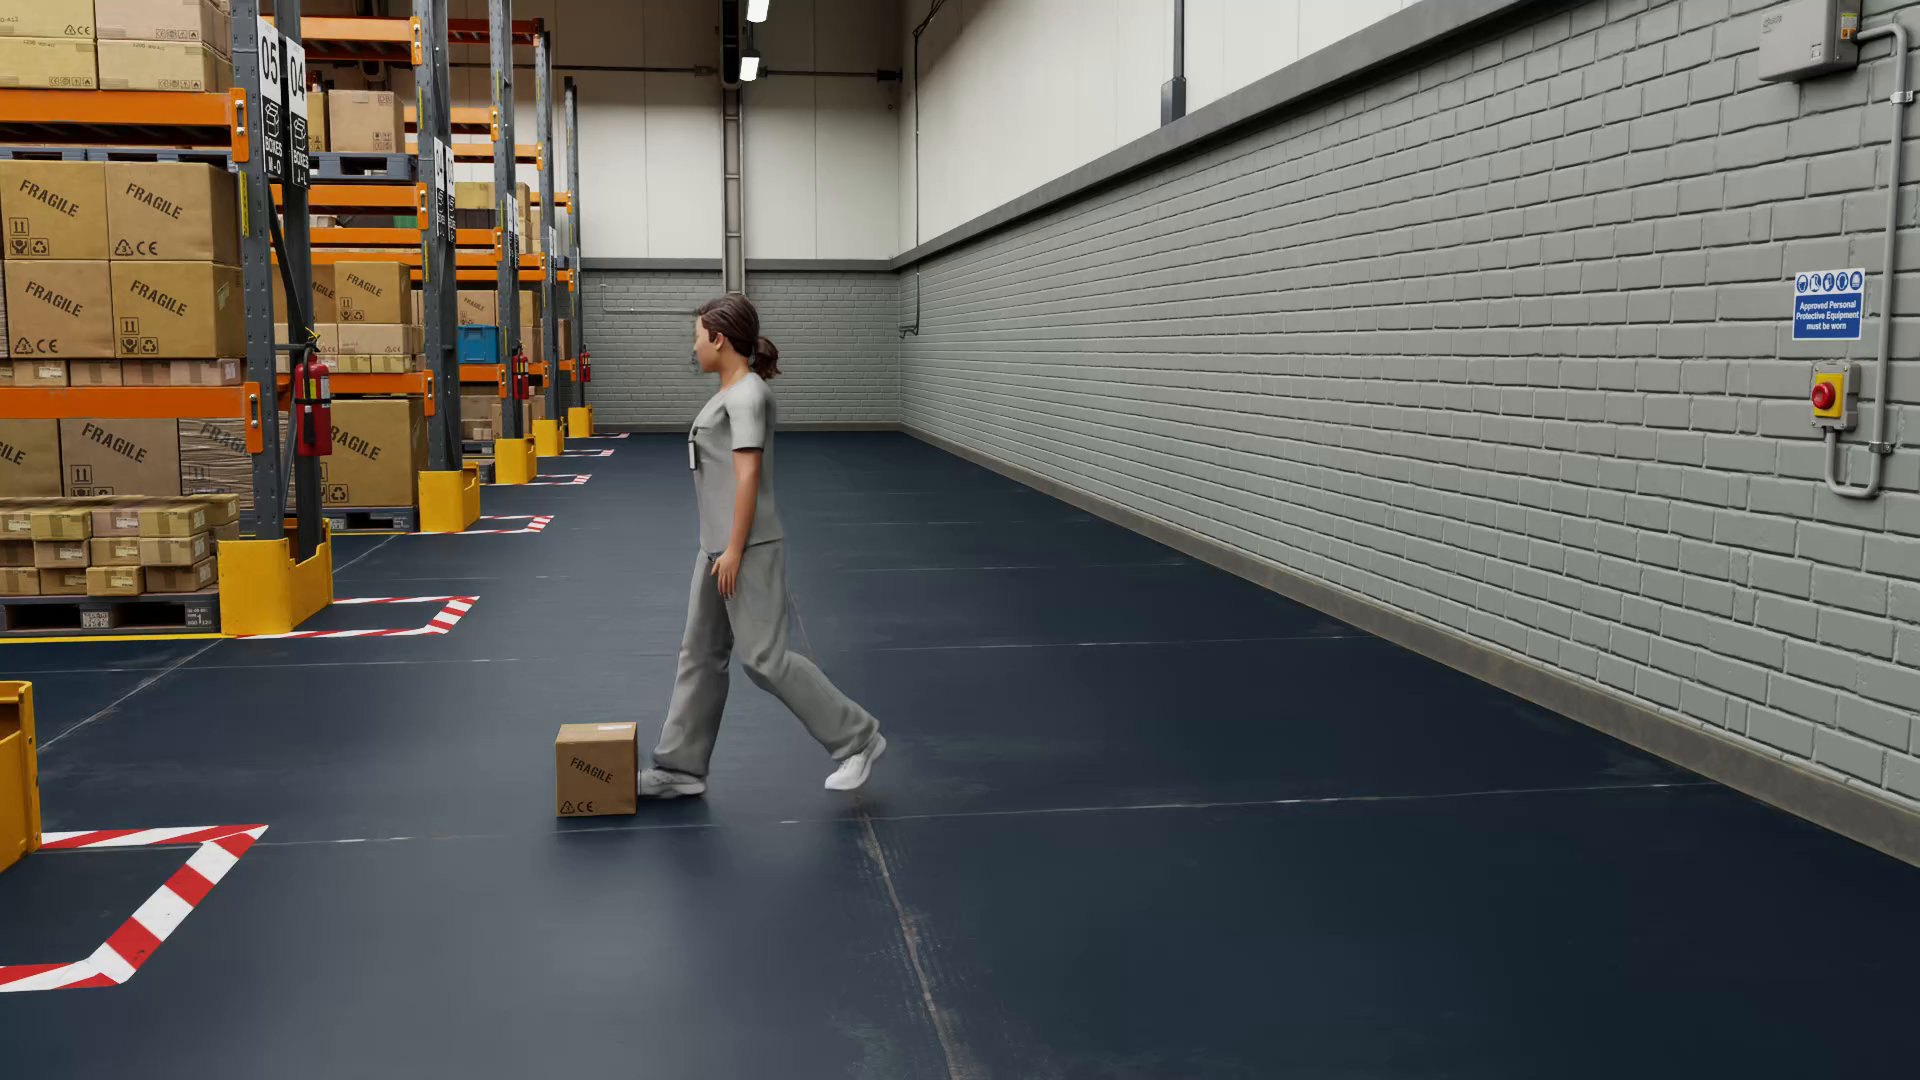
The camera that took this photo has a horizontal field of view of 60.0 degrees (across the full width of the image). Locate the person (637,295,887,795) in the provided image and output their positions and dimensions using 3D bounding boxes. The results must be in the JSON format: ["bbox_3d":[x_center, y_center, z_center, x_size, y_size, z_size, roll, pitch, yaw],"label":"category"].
[{"bbox_3d":[-0.689,0.034,5.430,0.858,1.657,0.565,-2,7,-19],"label":"person"}]
